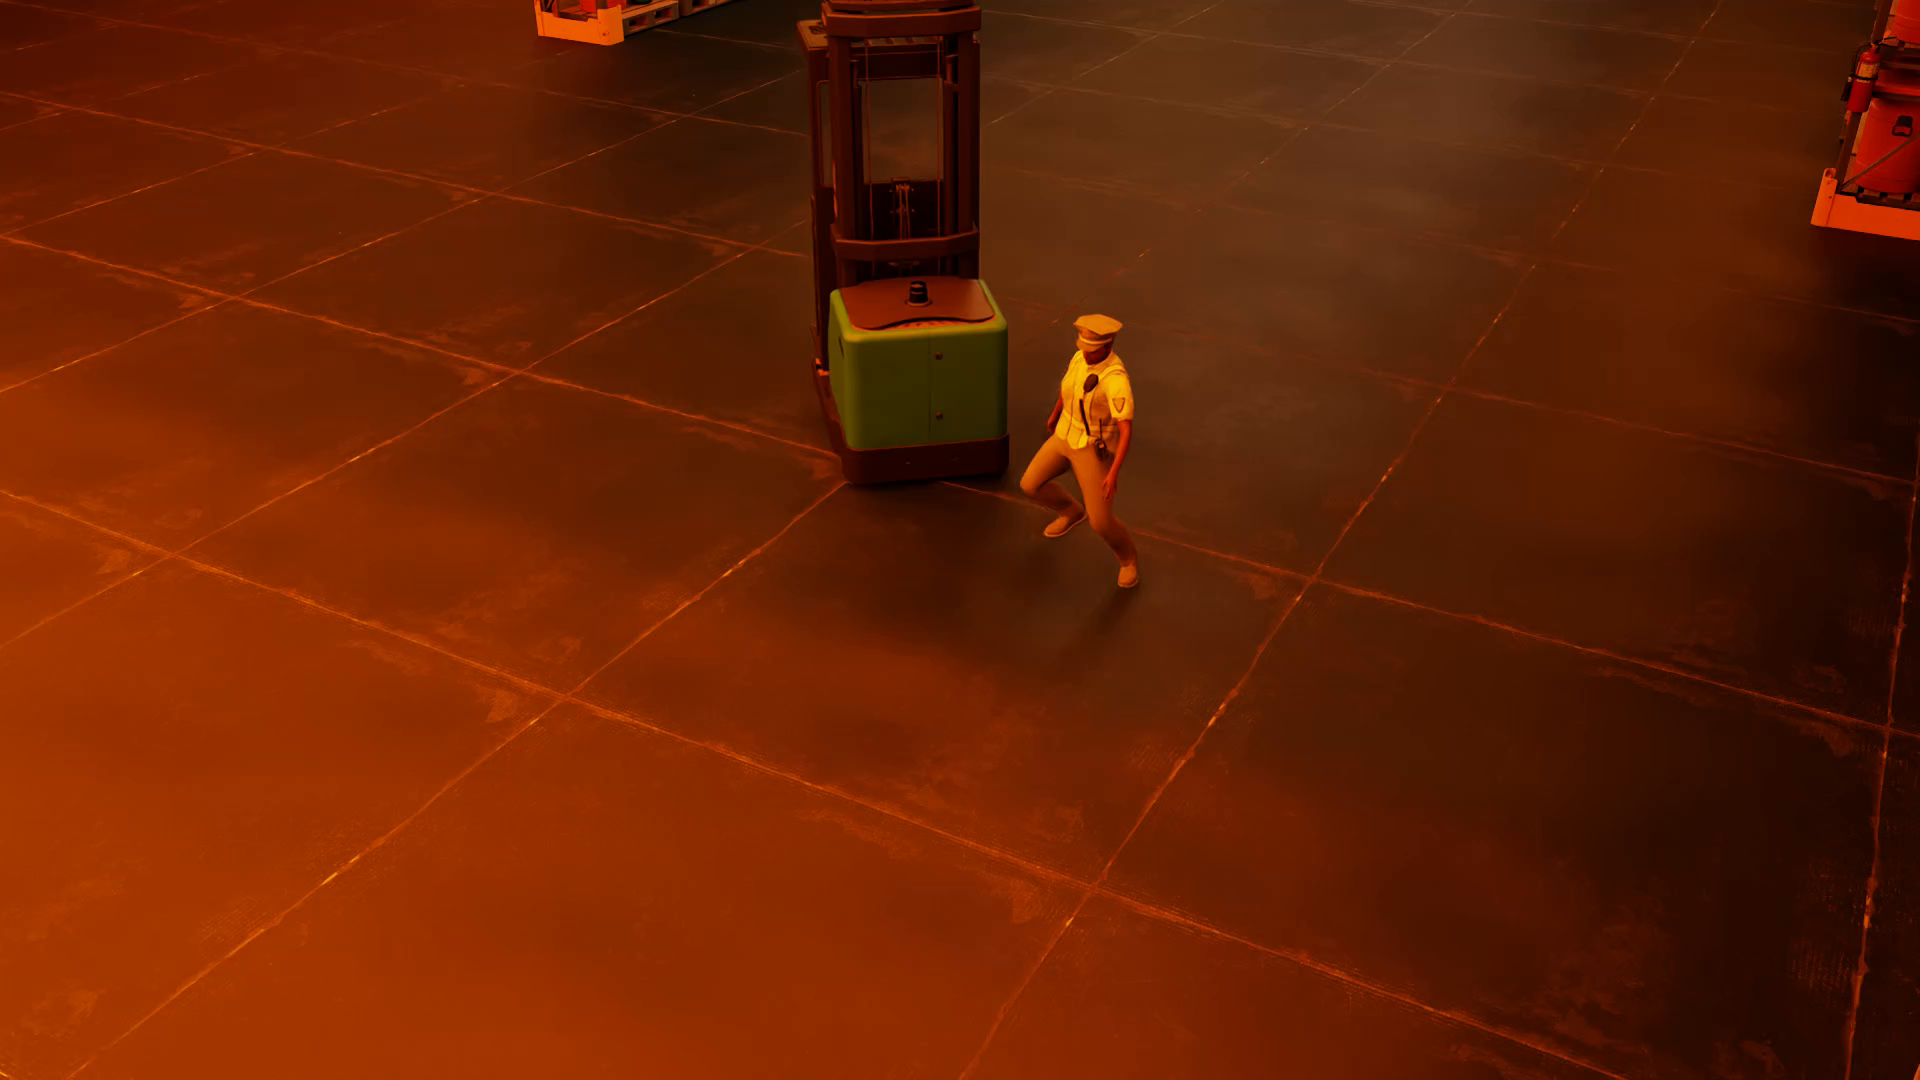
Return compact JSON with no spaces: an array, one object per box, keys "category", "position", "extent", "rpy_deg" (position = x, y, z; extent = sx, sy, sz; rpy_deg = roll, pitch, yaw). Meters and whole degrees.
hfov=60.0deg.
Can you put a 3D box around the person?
[{"category":"person","position":[0.708,-0.541,9.406],"extent":[0.536,1.566,0.835],"rpy_deg":[-16,33,-25]}]

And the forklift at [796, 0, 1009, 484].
[{"category":"forklift","position":[-0.462,-2.342,11.128],"extent":[1.130,2.935,3.031],"rpy_deg":[-5,30,-9]}]
